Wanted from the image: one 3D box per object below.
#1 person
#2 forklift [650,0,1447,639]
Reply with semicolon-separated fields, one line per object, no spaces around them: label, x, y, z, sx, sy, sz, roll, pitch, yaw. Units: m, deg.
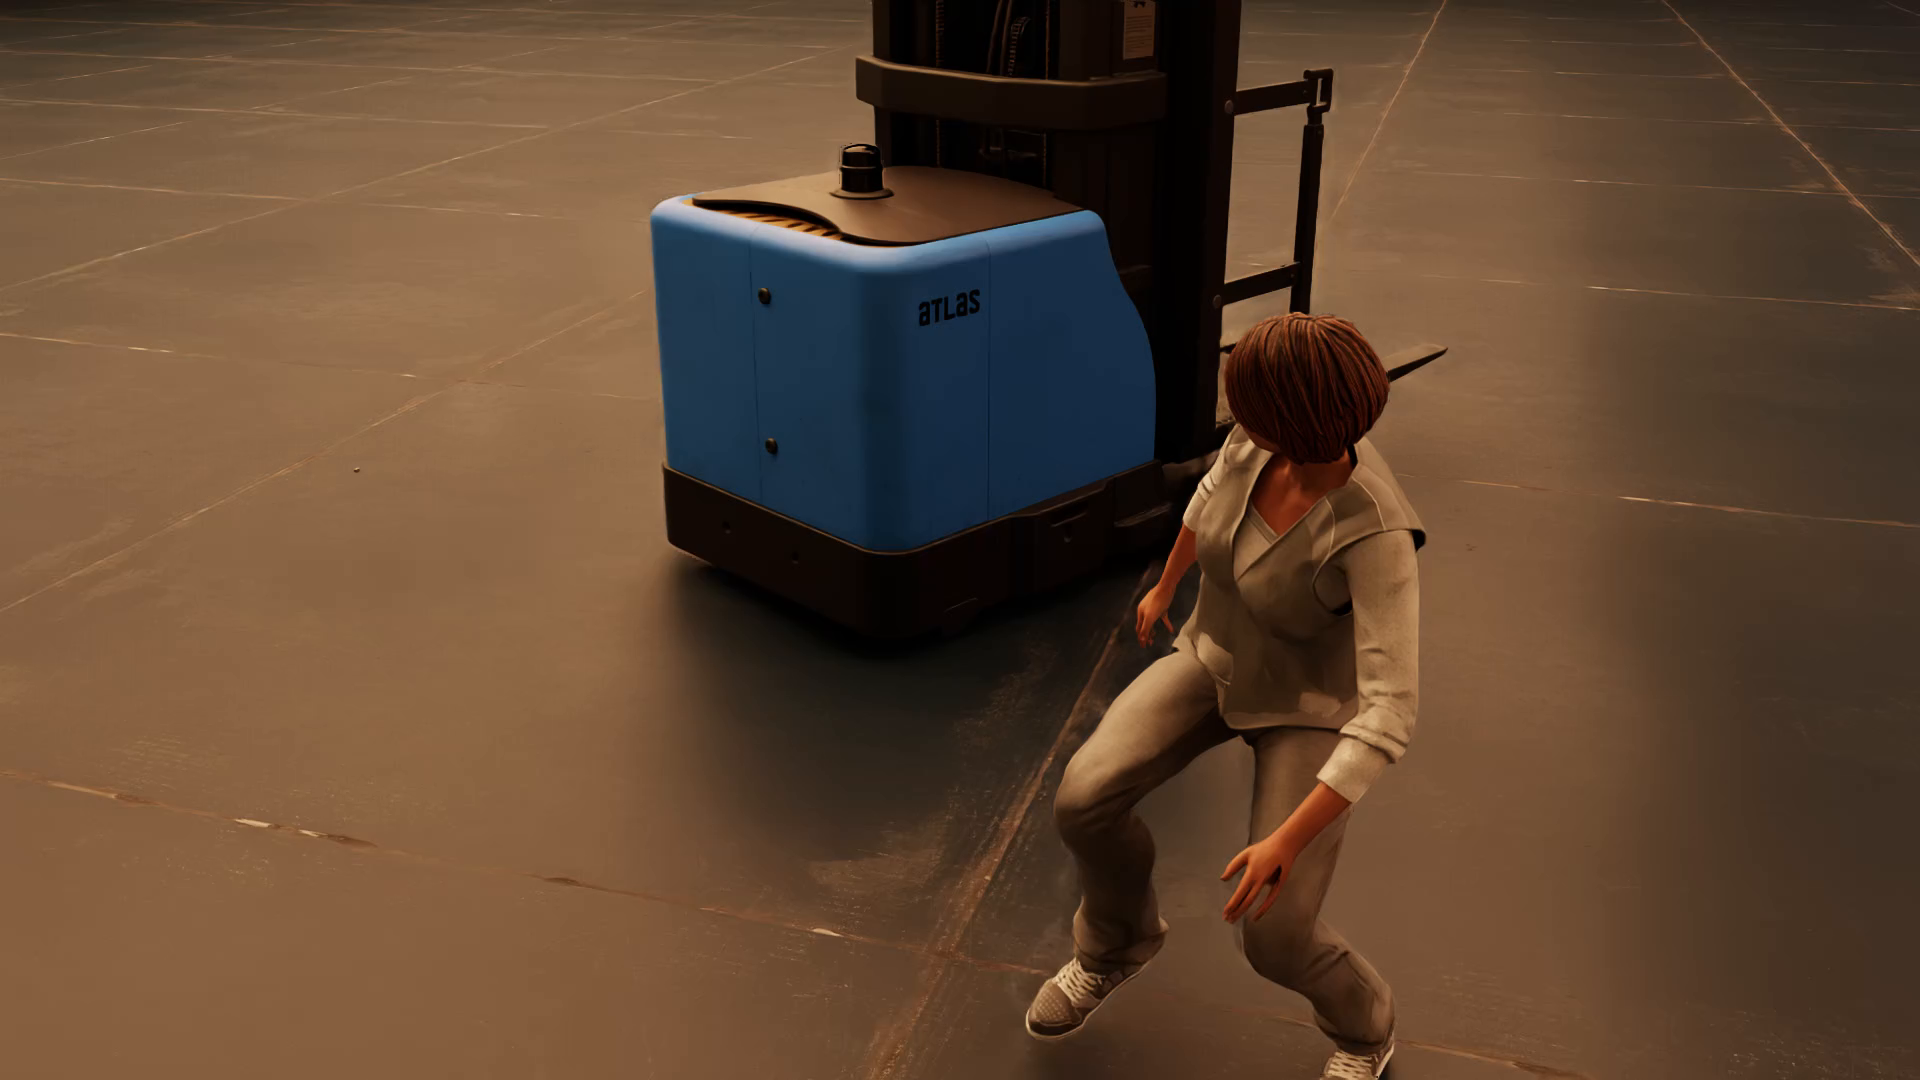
person;0.432;0.286;2.678;0.661;1.383;0.620;19;29;38
forklift;0.532;-1.562;5.062;3.031;2.935;1.130;-21;30;-40
